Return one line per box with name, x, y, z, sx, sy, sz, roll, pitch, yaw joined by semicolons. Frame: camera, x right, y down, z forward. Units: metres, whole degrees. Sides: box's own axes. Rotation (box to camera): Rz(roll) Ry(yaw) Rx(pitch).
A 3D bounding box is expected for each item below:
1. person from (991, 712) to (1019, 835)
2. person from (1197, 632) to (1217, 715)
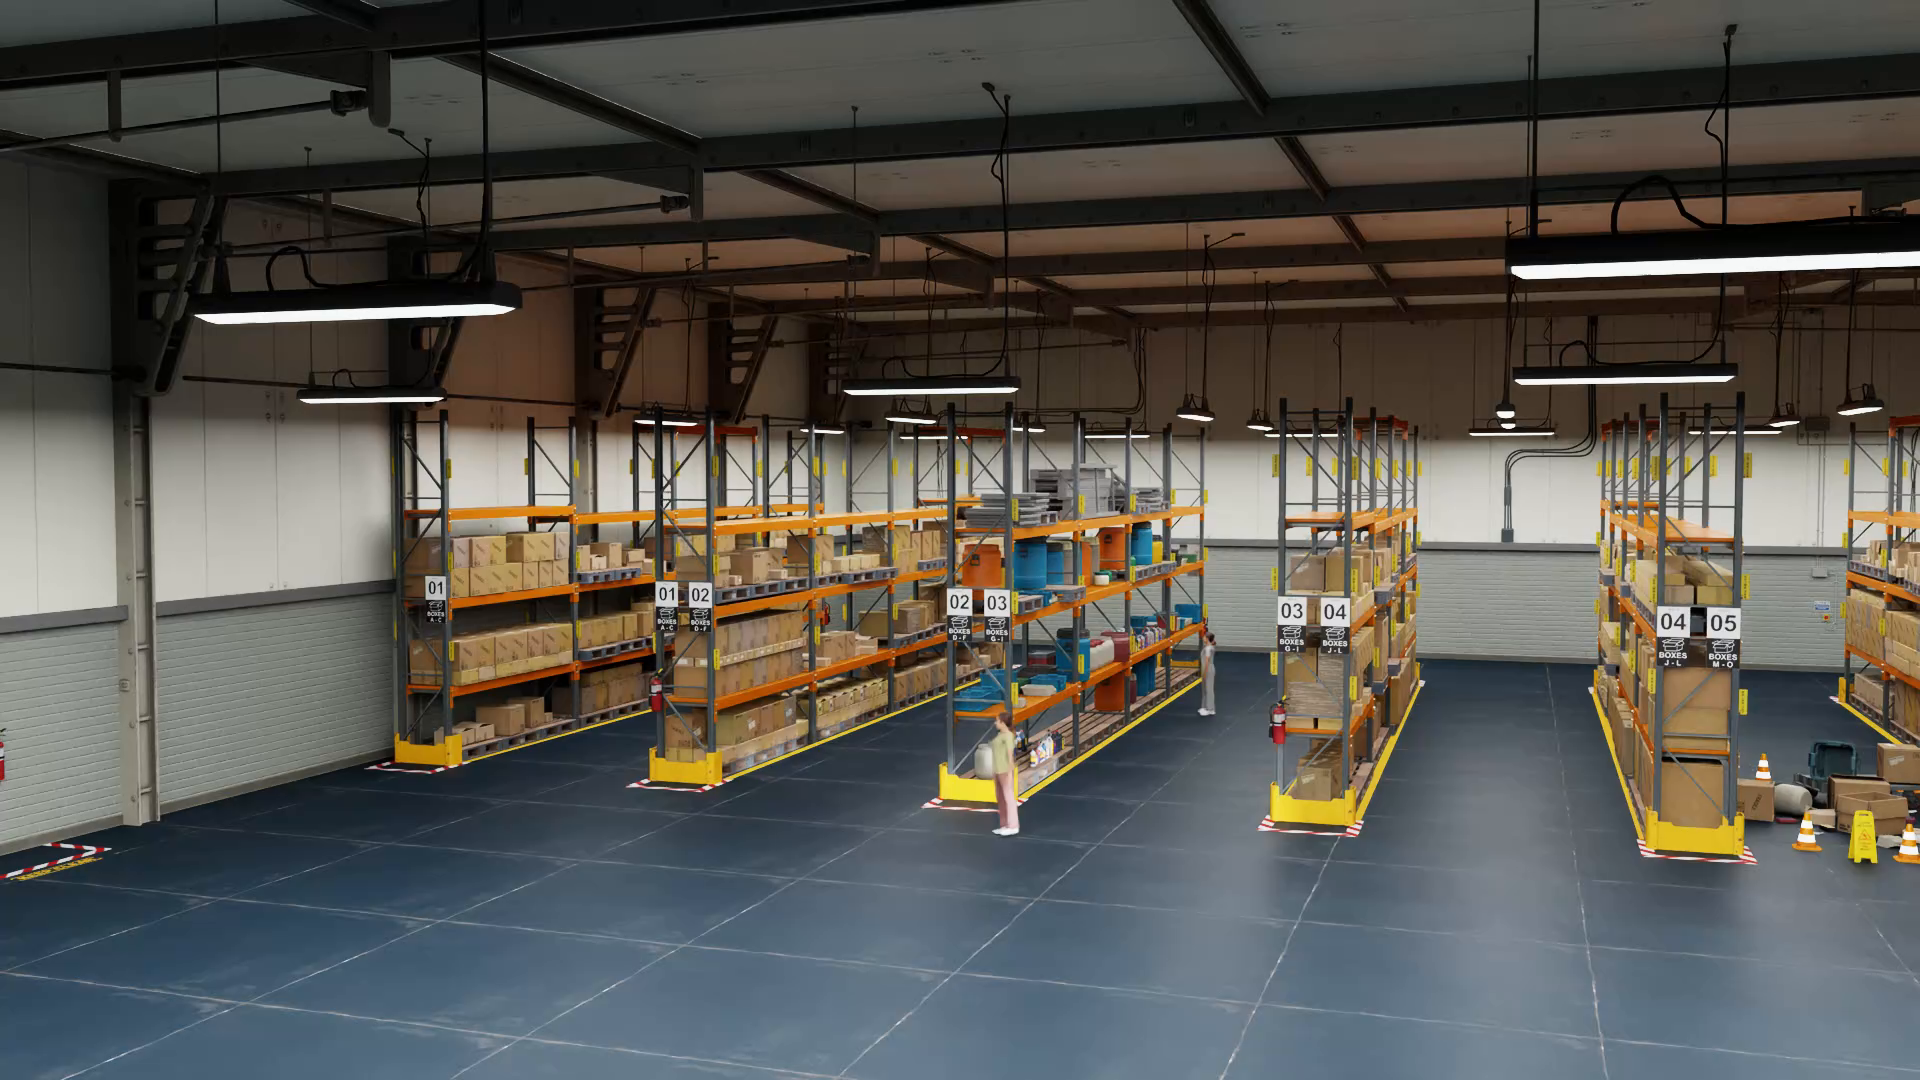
person;0.621;3.199;22.714;0.362;1.708;0.554;-1;3;-17
person;5.036;2.704;33.892;0.379;1.675;0.484;0;2;1
